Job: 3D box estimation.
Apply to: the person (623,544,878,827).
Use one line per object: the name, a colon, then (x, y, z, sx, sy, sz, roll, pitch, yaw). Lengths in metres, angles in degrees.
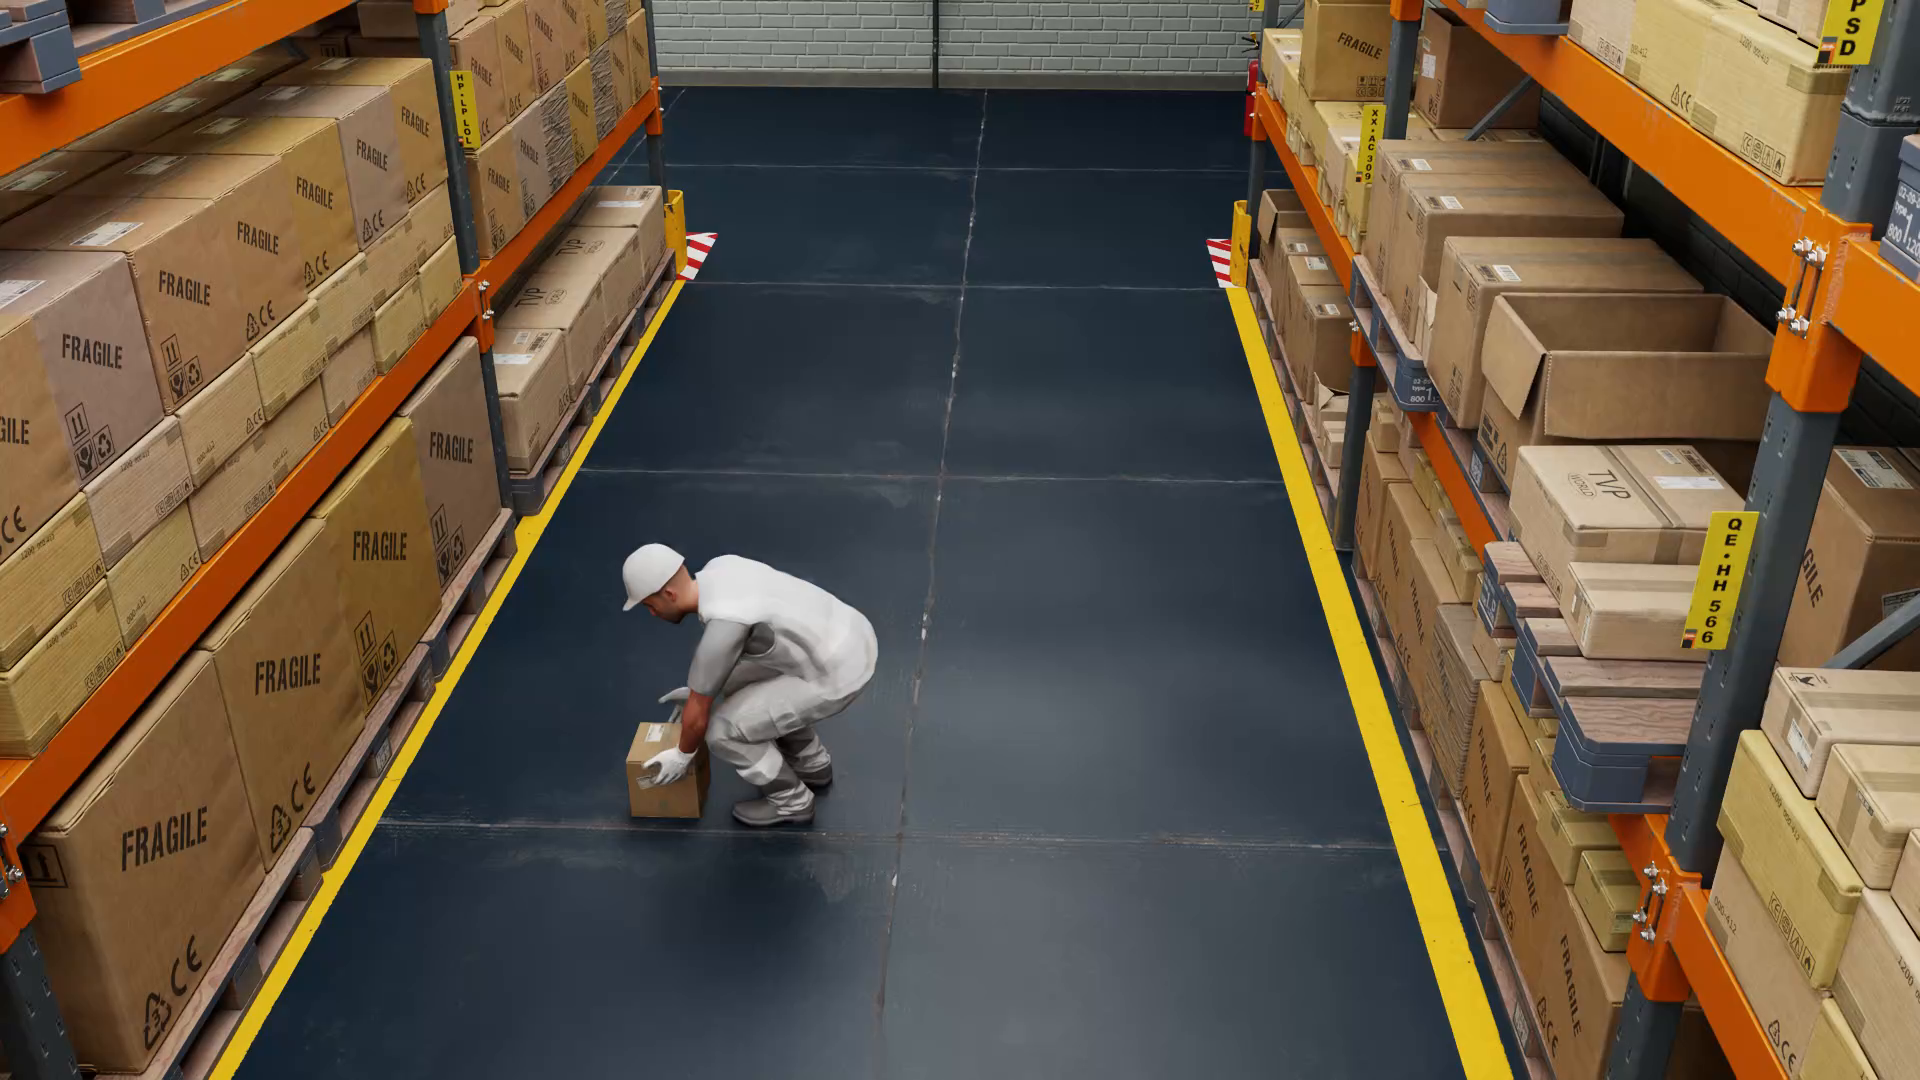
person: (-0.725, 0.498, 5.902, 0.866, 1.091, 0.581, 1, 28, 2)
